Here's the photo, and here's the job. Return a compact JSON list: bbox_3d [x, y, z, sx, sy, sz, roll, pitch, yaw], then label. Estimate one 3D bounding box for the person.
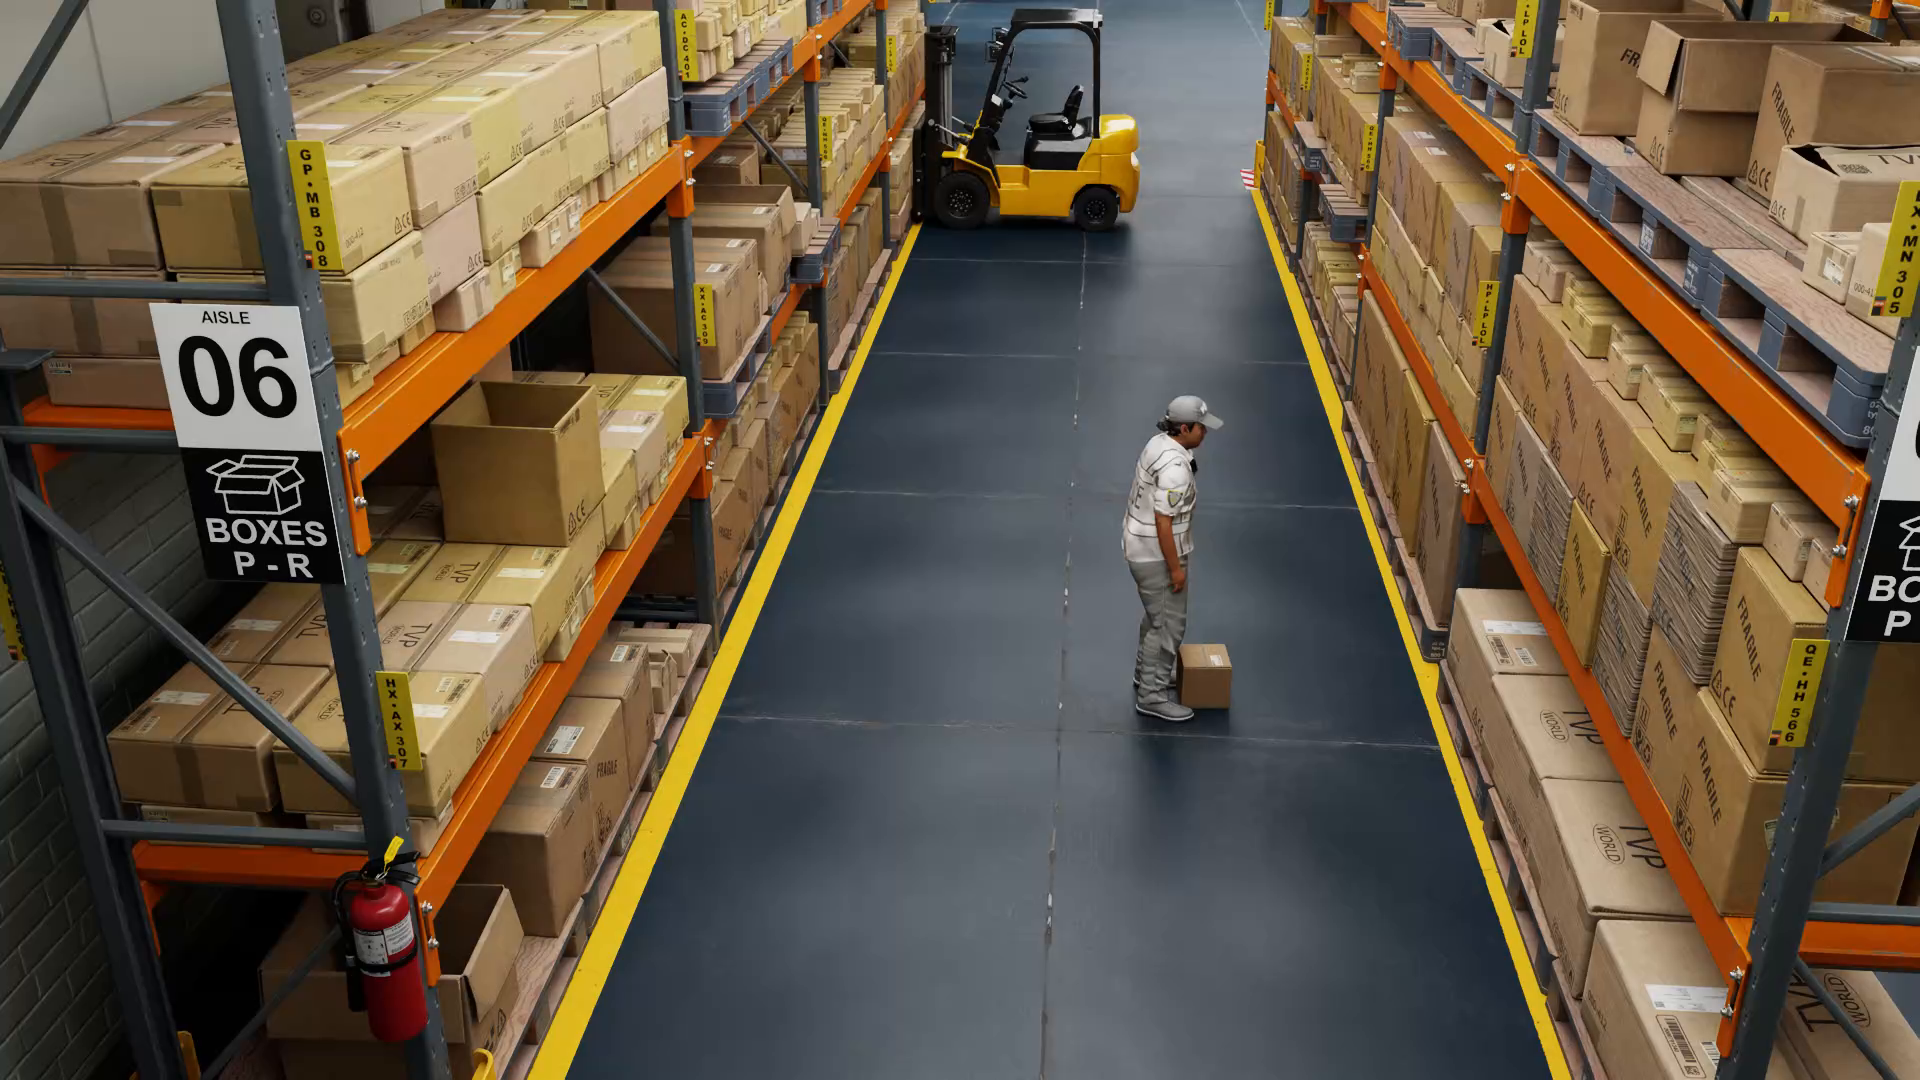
[{"bbox_3d":[1.060,0.066,8.452,0.468,1.667,0.557,1,25,2],"label":"person"}]
